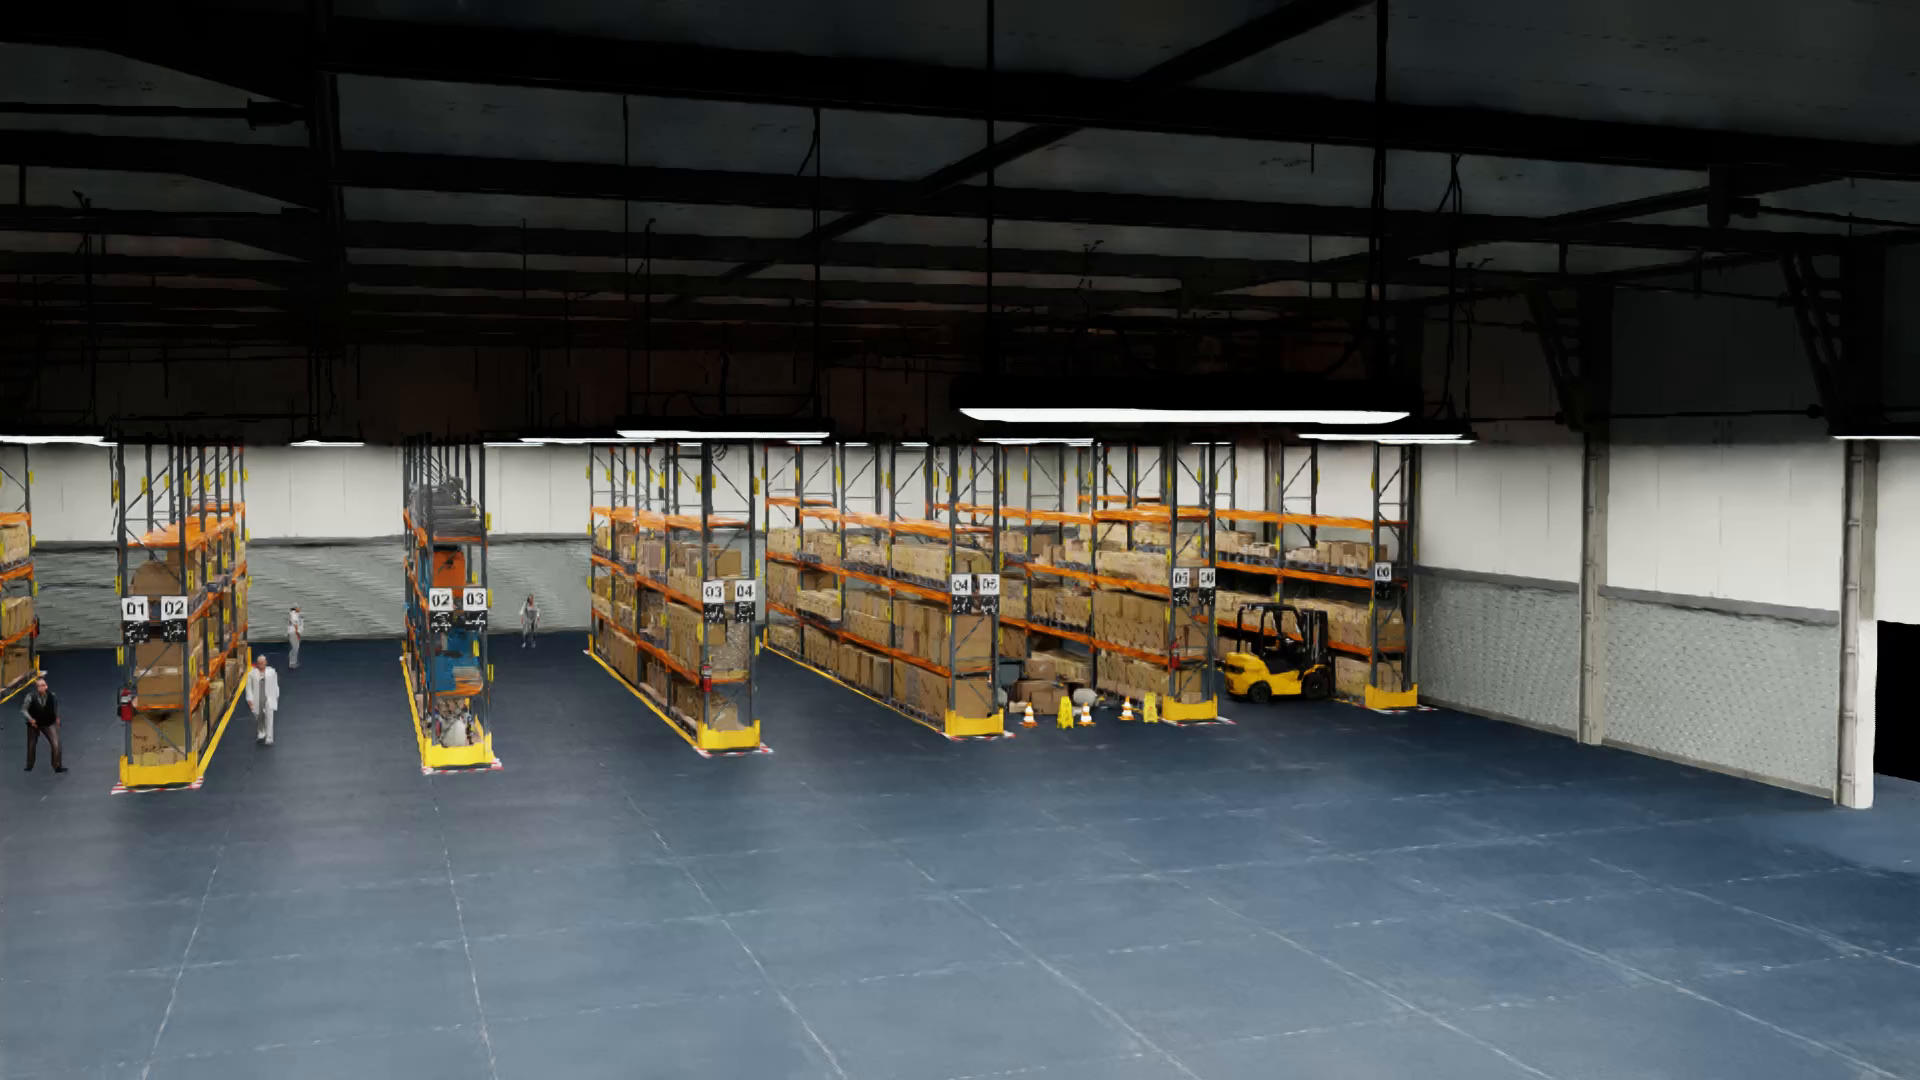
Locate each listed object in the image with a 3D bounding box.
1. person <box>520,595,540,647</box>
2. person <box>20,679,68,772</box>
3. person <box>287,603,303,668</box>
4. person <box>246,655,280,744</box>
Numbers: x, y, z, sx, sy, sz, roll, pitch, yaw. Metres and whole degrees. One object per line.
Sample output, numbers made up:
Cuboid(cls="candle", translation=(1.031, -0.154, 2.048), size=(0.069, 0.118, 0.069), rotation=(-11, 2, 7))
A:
Cuboid(cls="person", translation=(-12.320, 2.320, 47.643), size=(0.566, 1.541, 0.519), rotation=(-1, 3, -23))
Cuboid(cls="person", translation=(-16.190, 3.260, 29.321), size=(0.682, 1.661, 0.844), rotation=(-2, 4, -37))
Cuboid(cls="person", translation=(-17.369, 2.471, 43.455), size=(0.393, 1.670, 0.635), rotation=(-2, 4, -26))
Cuboid(cls="person", translation=(-13.508, 3.069, 32.201), size=(0.598, 1.698, 1.194), rotation=(-1, 3, -18))
